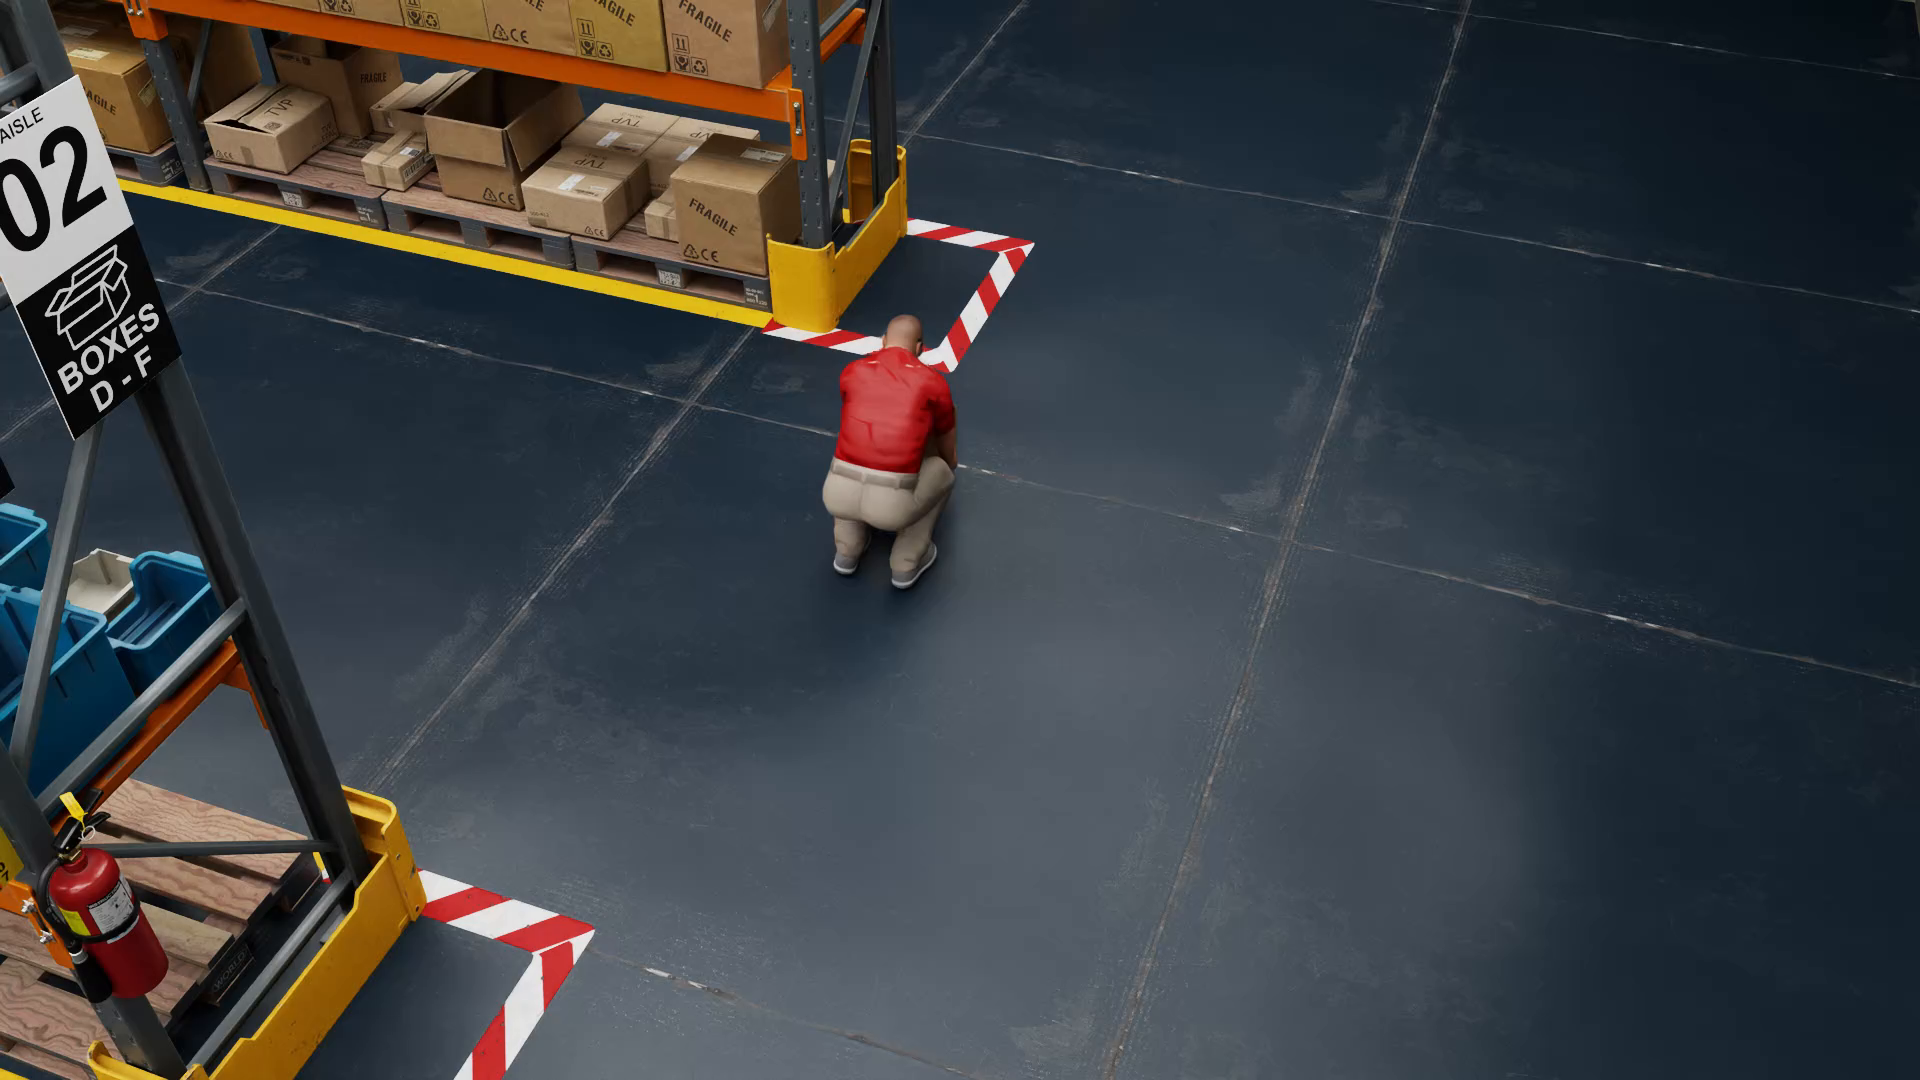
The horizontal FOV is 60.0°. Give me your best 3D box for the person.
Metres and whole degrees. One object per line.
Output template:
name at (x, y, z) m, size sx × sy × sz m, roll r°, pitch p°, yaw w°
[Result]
person at (-0.305, -0.341, 7.142) m, size 0.527 × 0.856 × 0.823 m, roll 13°, pitch 43°, yaw 14°
